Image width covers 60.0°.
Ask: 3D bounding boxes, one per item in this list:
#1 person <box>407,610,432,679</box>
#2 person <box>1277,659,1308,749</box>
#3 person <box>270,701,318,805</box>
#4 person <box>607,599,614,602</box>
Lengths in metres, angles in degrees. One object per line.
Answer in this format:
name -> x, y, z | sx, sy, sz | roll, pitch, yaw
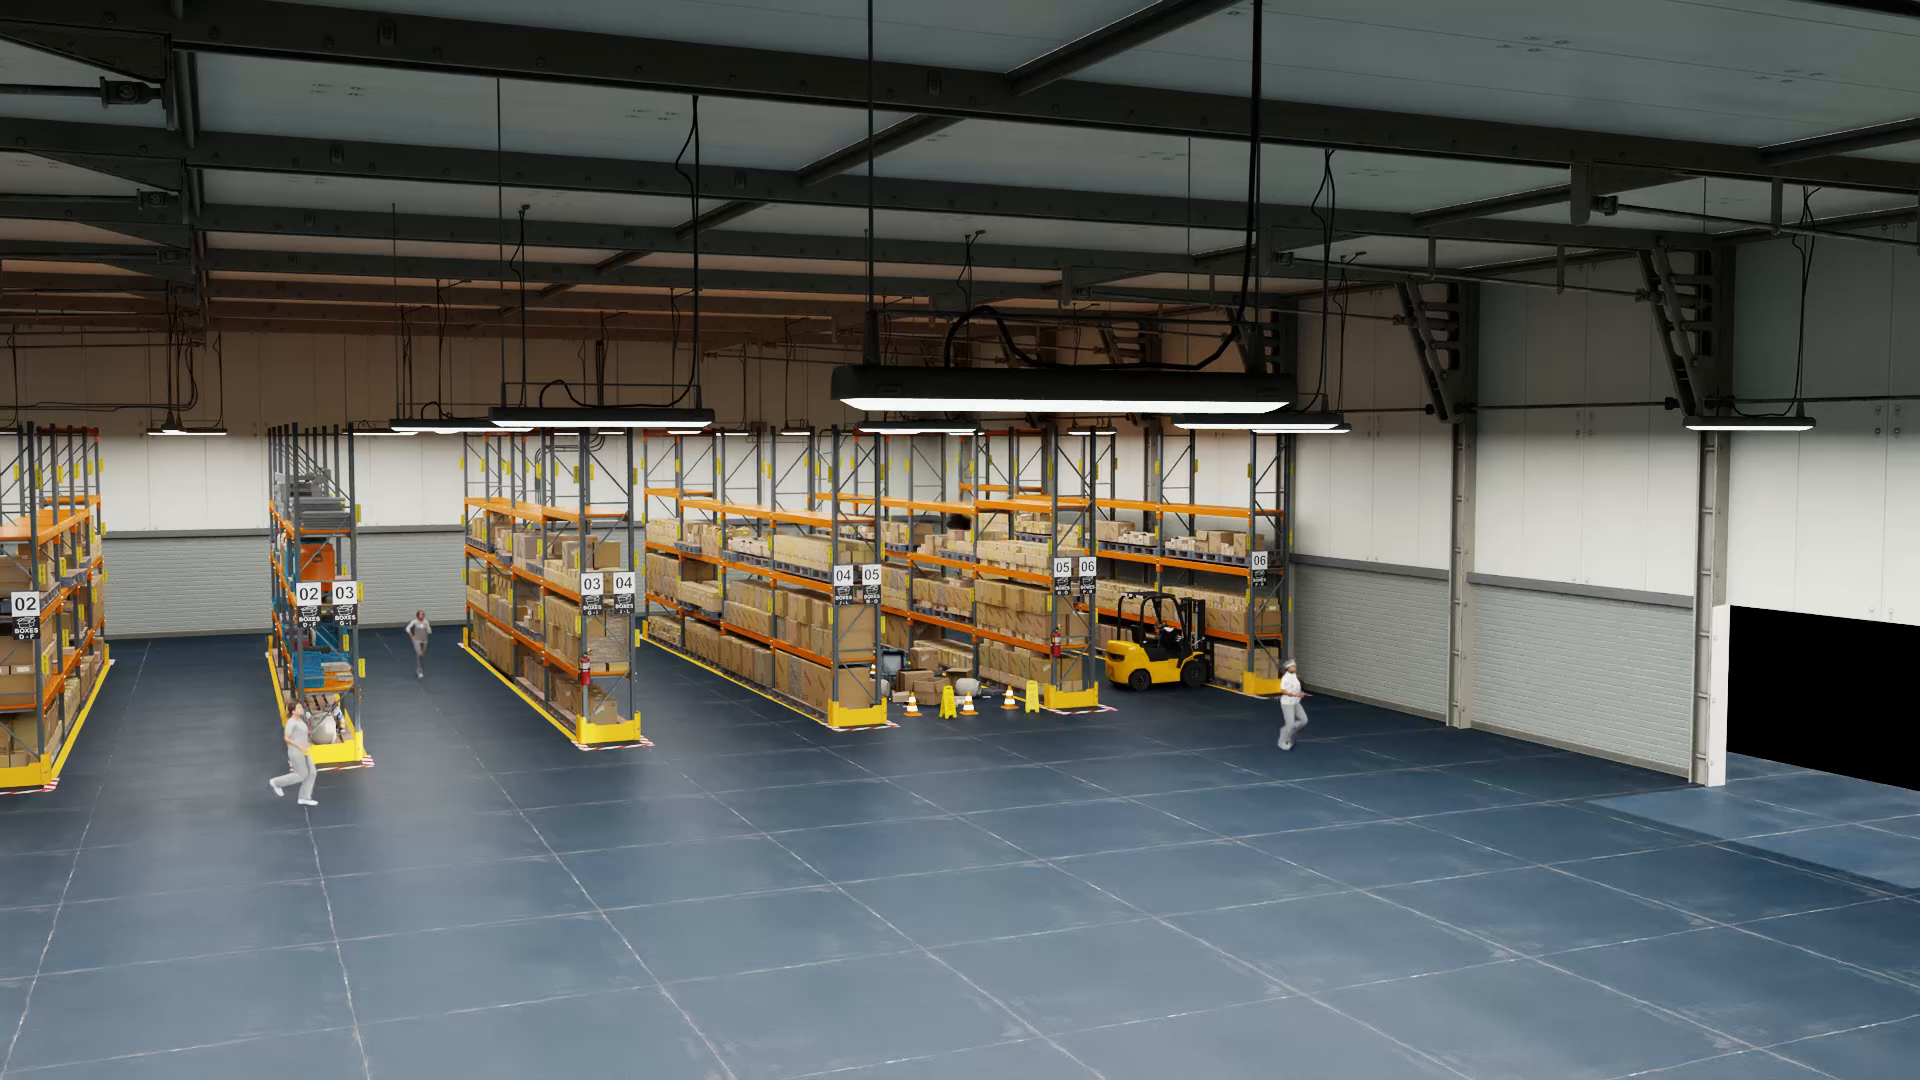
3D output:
person -> -12.923, 2.492, 39.816 | 0.523, 1.647, 0.739 | -3, 4, -38
person -> 6.113, 3.009, 30.559 | 0.576, 1.672, 0.630 | 3, 4, 38
person -> -10.392, 3.328, 25.974 | 0.706, 1.642, 0.565 | 0, 3, -1
person -> -9.320, 2.113, 45.261 | 0.704, 1.737, 0.669 | -1, 4, -15
